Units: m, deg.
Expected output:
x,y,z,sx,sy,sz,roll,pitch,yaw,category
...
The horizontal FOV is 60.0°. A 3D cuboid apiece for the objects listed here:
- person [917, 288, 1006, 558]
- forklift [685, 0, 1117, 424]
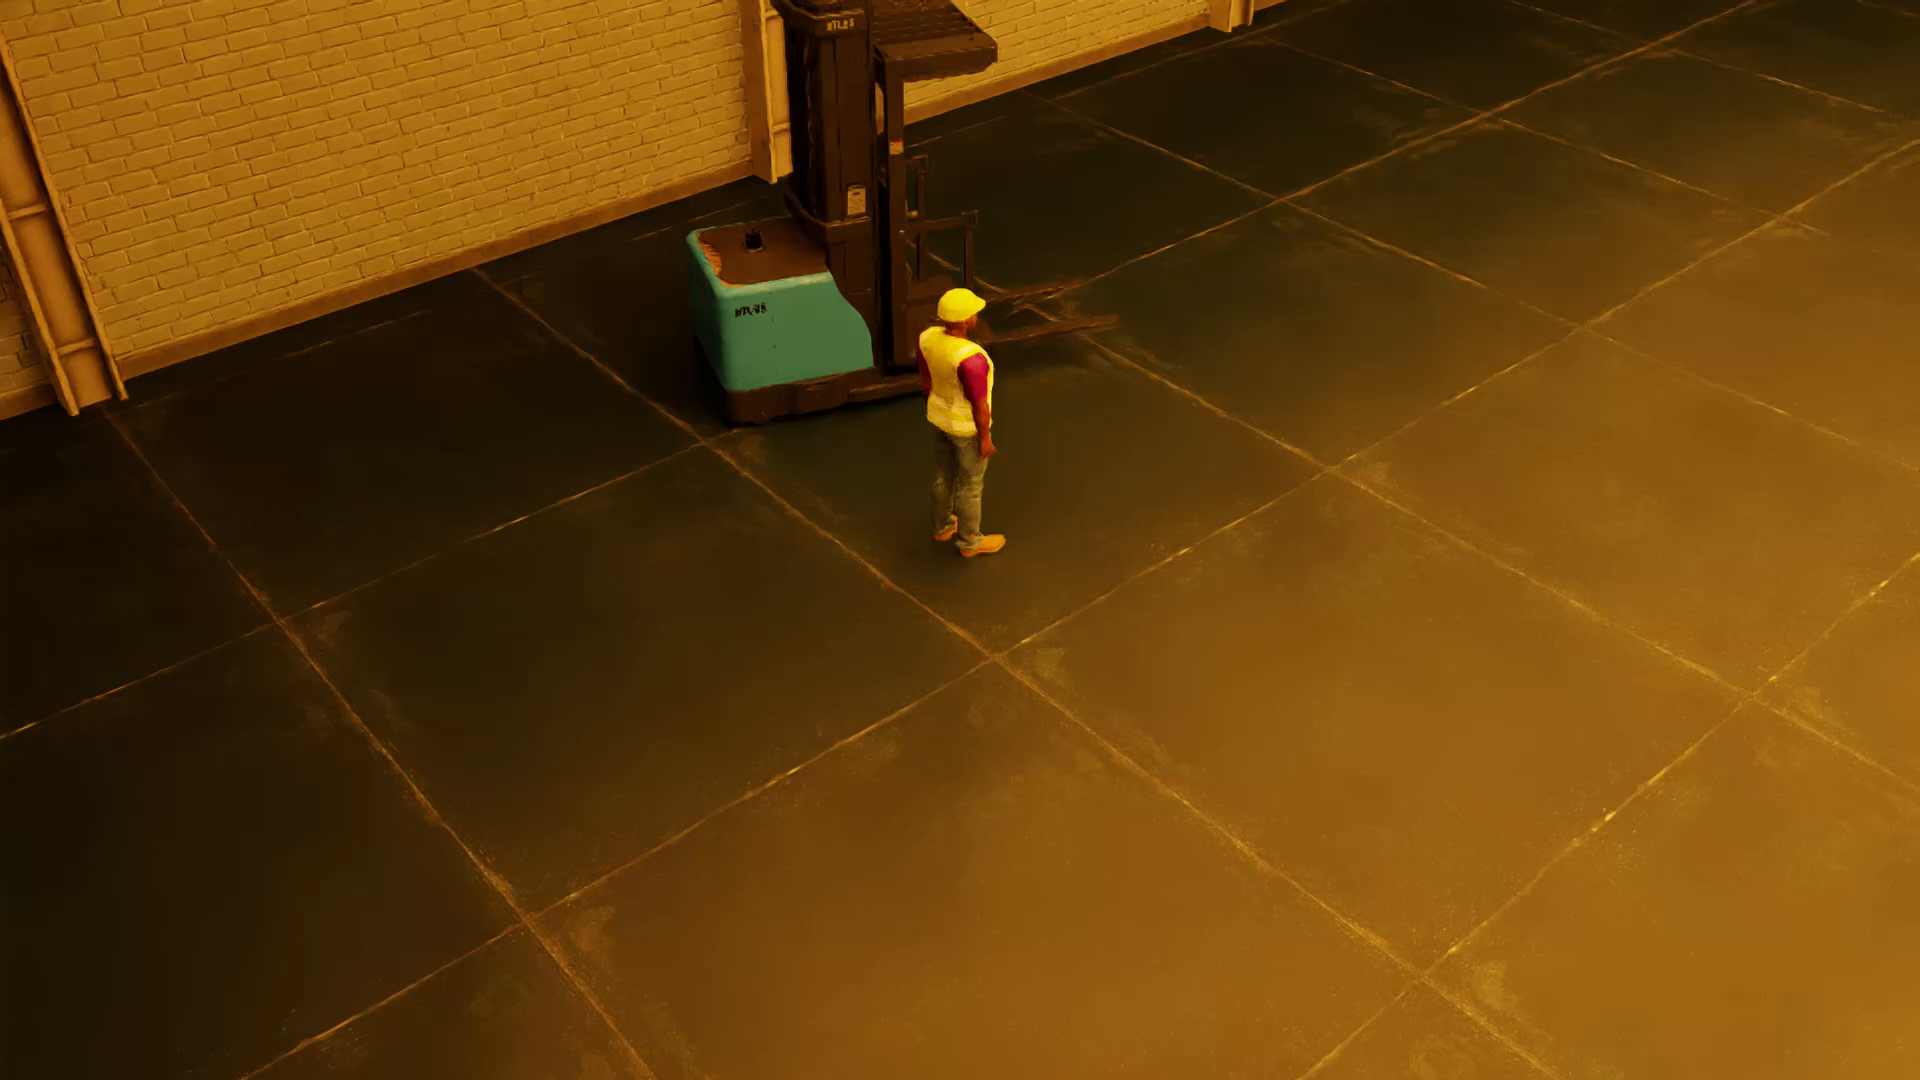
x,y,z,sx,sy,sz,roll,pitch,yaw,category
0.009,-0.718,9.984,0.367,1.771,0.559,-27,44,-32,person
-0.361,-2.520,11.454,3.031,2.935,1.130,-12,38,-16,forklift
